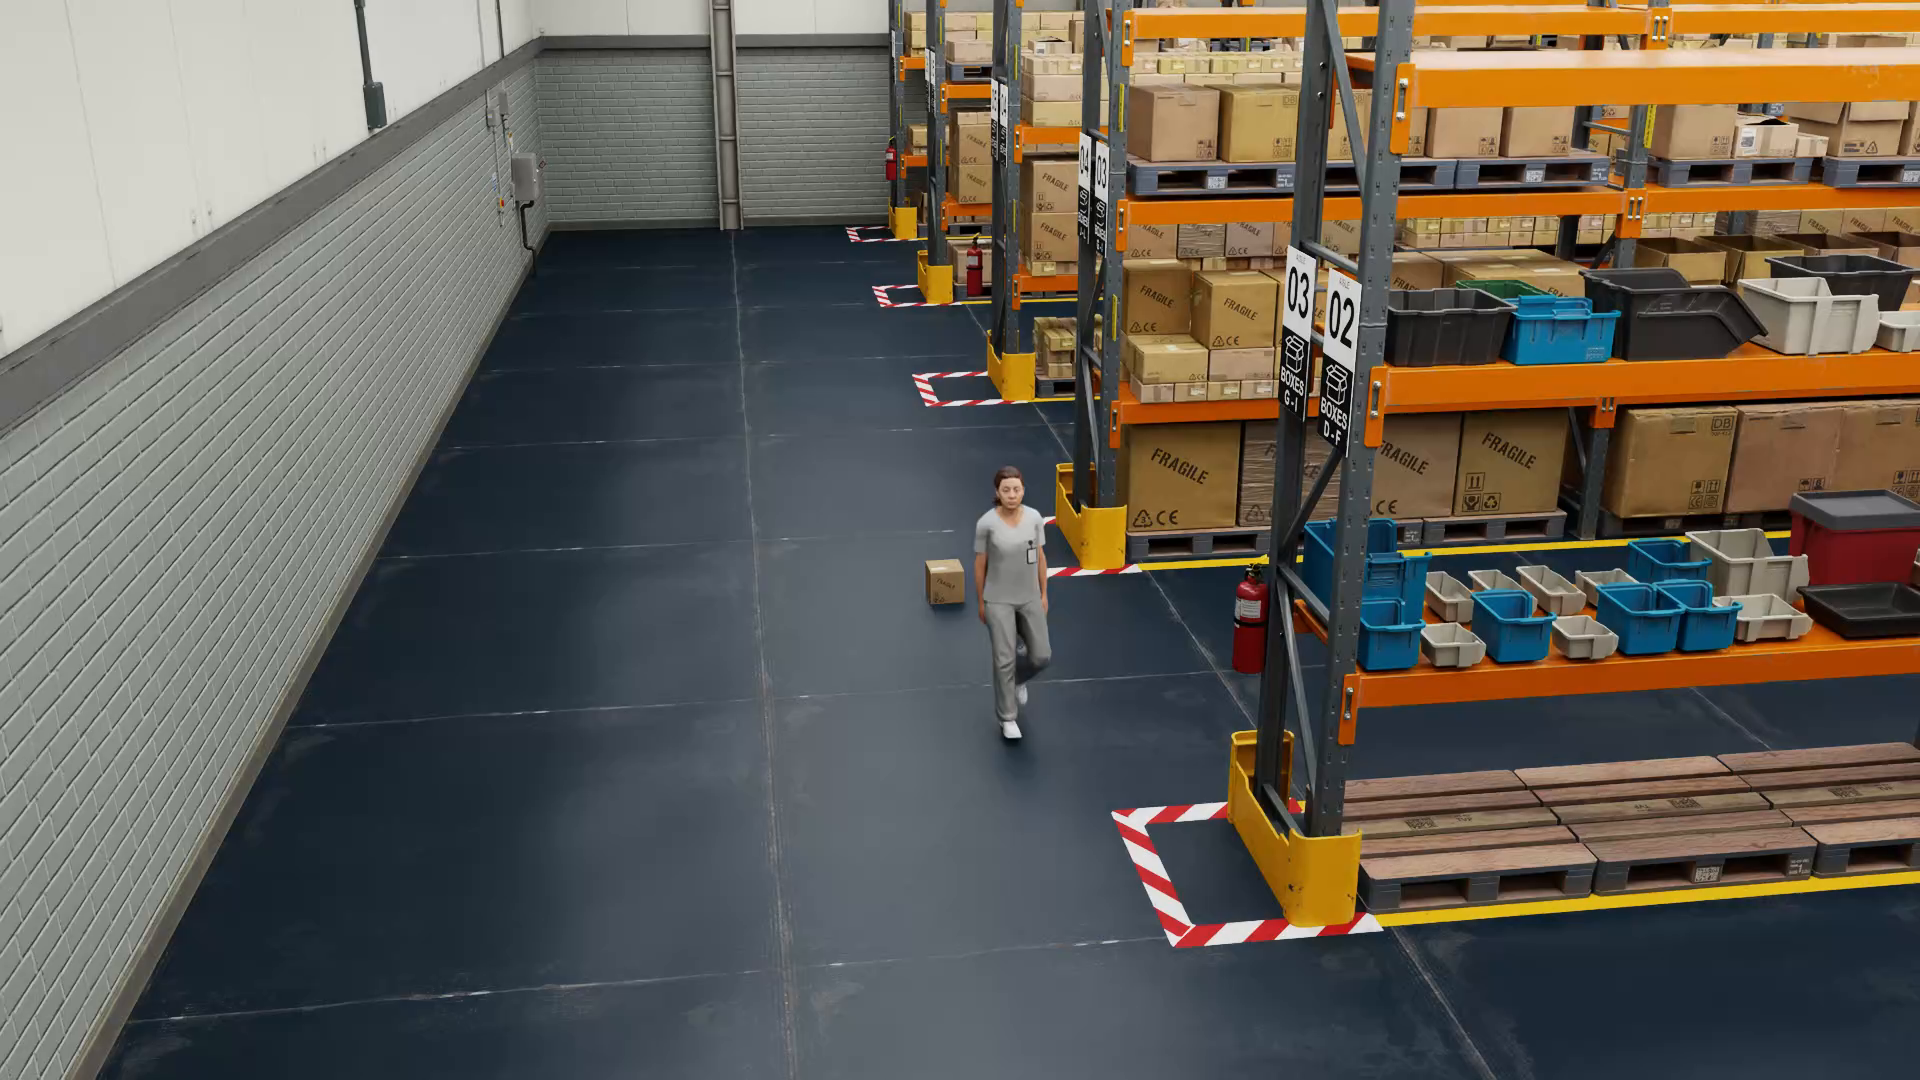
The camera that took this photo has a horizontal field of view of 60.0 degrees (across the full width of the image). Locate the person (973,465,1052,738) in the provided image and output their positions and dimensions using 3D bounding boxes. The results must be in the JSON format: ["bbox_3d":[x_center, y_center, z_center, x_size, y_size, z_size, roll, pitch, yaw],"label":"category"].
[{"bbox_3d":[0.304,0.350,10.047,0.459,1.660,0.559,-5,21,-13],"label":"person"}]
